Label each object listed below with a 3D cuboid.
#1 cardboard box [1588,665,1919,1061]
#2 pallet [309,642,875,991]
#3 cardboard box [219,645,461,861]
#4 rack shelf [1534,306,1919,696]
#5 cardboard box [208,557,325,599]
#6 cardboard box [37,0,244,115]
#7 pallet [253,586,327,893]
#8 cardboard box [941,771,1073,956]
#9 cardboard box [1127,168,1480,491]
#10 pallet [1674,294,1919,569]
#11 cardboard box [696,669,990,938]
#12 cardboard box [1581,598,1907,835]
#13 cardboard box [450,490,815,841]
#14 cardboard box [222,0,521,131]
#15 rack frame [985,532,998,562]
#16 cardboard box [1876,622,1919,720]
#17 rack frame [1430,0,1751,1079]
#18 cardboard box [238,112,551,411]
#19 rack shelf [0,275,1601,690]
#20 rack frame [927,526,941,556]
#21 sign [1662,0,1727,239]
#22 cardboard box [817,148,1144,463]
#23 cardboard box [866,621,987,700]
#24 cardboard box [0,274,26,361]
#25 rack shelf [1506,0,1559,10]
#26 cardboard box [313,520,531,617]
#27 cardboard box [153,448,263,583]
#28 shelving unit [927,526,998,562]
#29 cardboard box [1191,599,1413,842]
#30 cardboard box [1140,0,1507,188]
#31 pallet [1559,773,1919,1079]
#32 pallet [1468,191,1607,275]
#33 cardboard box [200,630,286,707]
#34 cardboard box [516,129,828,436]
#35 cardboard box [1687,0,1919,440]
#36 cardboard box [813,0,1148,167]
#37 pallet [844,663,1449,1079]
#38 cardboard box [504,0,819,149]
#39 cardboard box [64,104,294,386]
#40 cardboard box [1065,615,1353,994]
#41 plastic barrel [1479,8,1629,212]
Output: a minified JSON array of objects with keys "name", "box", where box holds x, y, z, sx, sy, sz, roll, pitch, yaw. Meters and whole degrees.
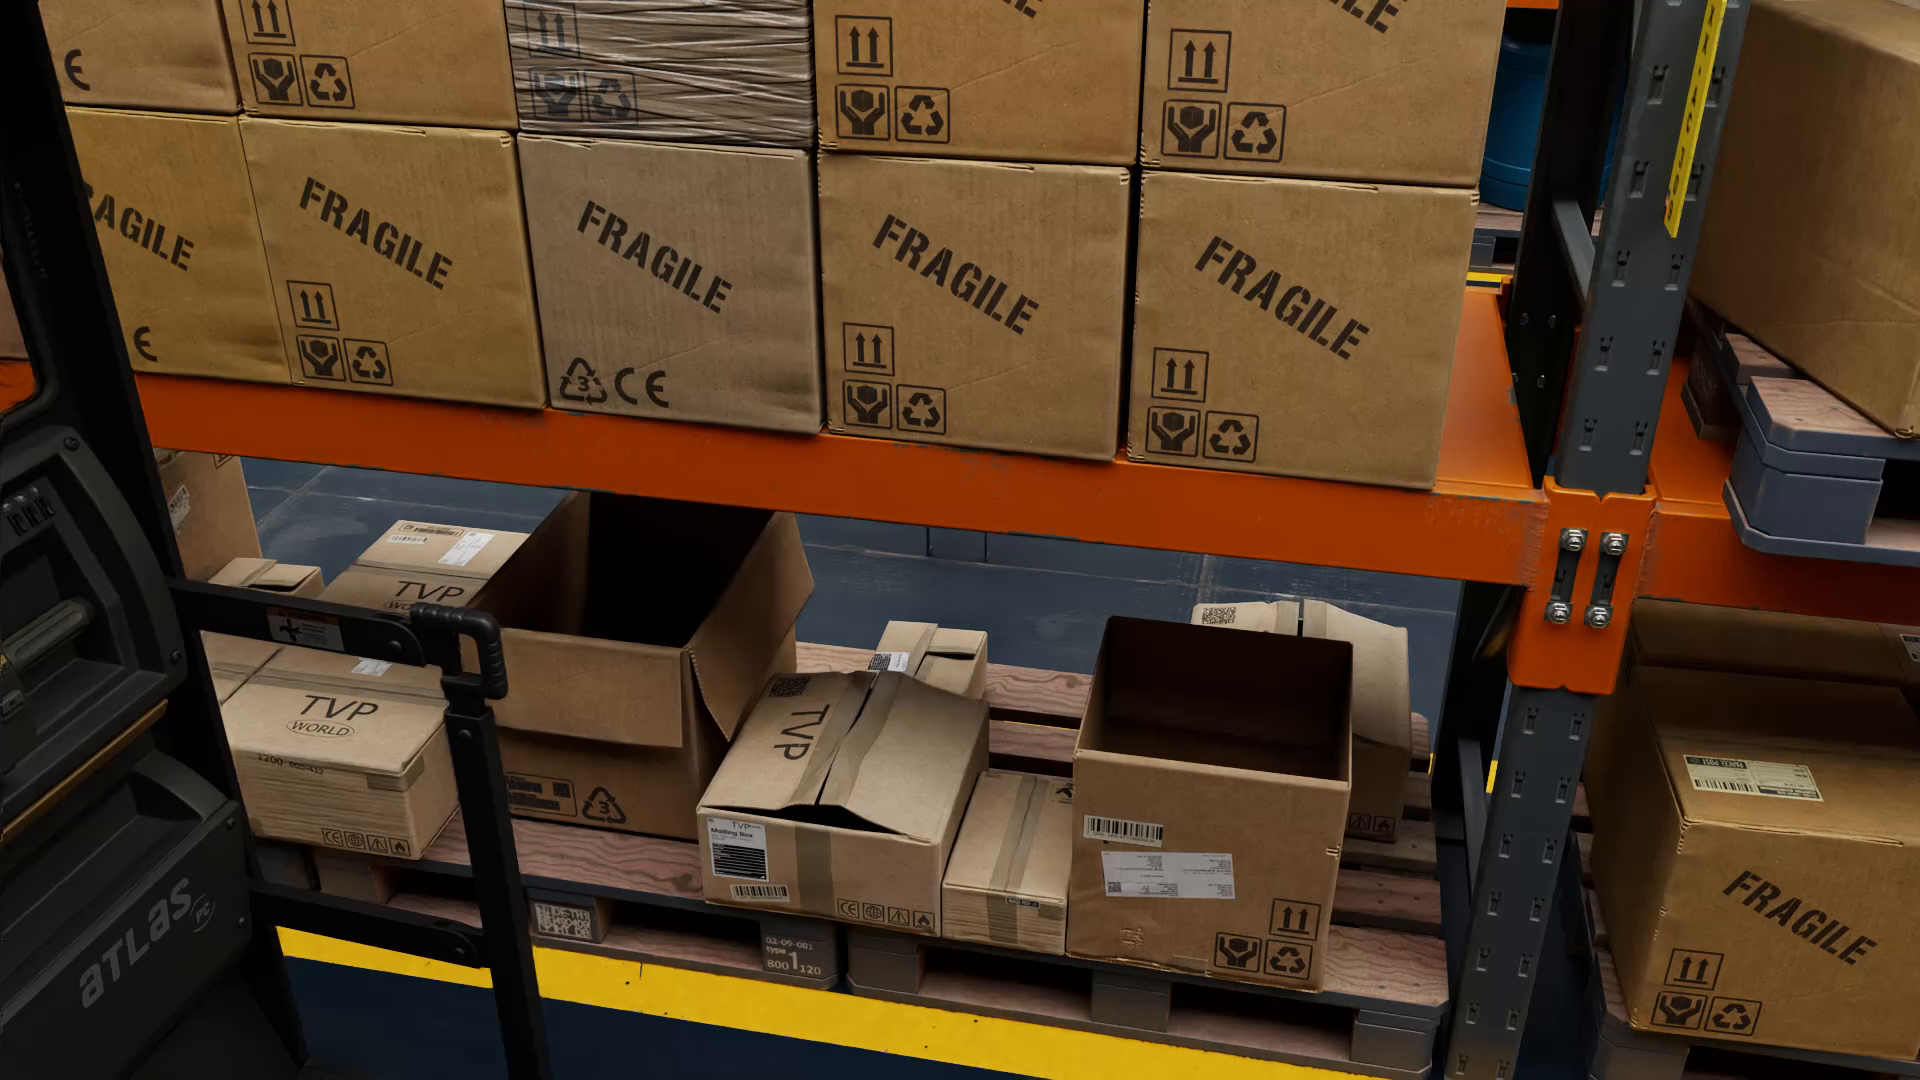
[{"name":"cardboard box","box":[1.541,0.602,3.172,0.500,0.500,0.500,5,29,8]},{"name":"pallet","box":[-0.749,0.568,3.993,1.213,0.211,1.003,6,29,11]},{"name":"cardboard box","box":[-1.342,0.435,3.736,0.500,0.250,0.500,6,29,11]},{"name":"rack shelf","box":[3.075,0.051,2.781,4.000,0.370,1.077,6,29,11]},{"name":"cardboard box","box":[-1.832,0.206,4.243,0.250,0.166,0.380,6,29,11]},{"name":"cardboard box","box":[-1.413,-1.078,2.951,0.500,0.500,0.500,6,29,11]},{"name":"pallet","box":[-1.938,0.445,4.218,1.213,0.211,1.003,6,29,11]},{"name":"cardboard box","box":[0.124,0.660,3.432,0.250,0.149,0.380,6,29,11]},{"name":"cardboard box","box":[0.577,-0.438,2.823,0.500,0.500,0.500,6,29,11]},{"name":"pallet","box":[1.878,-0.249,2.781,1.213,0.211,1.003,6,29,11]},{"name":"cardboard box","box":[-0.231,0.523,3.514,0.500,0.311,0.500,6,29,11]},{"name":"cardboard box","box":[1.662,0.354,3.625,0.500,0.500,0.500,6,29,10]},{"name":"cardboard box","box":[-0.719,0.251,3.809,0.637,0.503,0.797,6,29,11]},{"name":"cardboard box","box":[-0.916,-1.028,2.859,0.500,0.500,0.500,6,29,10]},{"name":"rack frame","box":[0.104,-0.516,4.942,0.006,1.200,0.240,6,29,11]},{"name":"cardboard box","box":[2.143,0.407,3.527,0.500,0.500,0.500,6,29,11]},{"name":"rack frame","box":[1.119,-0.465,2.975,0.127,3.000,1.000,6,29,11]},{"name":"cardboard box","box":[-0.929,-0.589,3.099,0.500,0.500,0.500,6,29,11]},{"name":"rack shelf","box":[-0.837,-0.350,3.514,4.000,0.370,1.077,6,29,11]},{"name":"rack frame","box":[-0.075,-0.534,4.976,0.006,1.200,0.240,6,29,11]},{"name":"sign","box":[1.013,-0.589,2.300,0.005,0.325,0.100,6,29,11]},{"name":"cardboard box","box":[0.072,-0.489,2.916,0.500,0.500,0.500,7,29,12]},{"name":"cardboard box","box":[-0.094,0.359,3.962,0.250,0.166,0.380,6,29,11]},{"name":"cardboard box","box":[-1.908,-0.692,3.286,0.500,0.500,0.500,6,29,10]},{"name":"rack shelf","box":[4.113,-2.274,7.030,4.000,0.370,1.077,6,29,11]},{"name":"cardboard box","box":[-1.287,0.196,4.174,0.500,0.250,0.500,6,29,11]},{"name":"cardboard box","box":[-2.209,-0.023,4.314,0.500,0.500,0.500,6,29,11]},{"name":"shelving unit","box":[0.014,-0.525,4.959,0.189,1.200,0.258,6,29,11]},{"name":"cardboard box","box":[0.754,0.378,3.778,0.500,0.311,0.500,6,29,11]},{"name":"cardboard box","box":[0.571,-0.876,2.582,0.500,0.500,0.500,6,29,11]},{"name":"pallet","box":[1.923,0.822,3.528,1.213,0.211,1.003,6,29,11]},{"name":"pallet","box":[2.903,-1.470,7.716,1.213,0.211,1.003,6,29,11]},{"name":"cardboard box","box":[-1.831,0.385,3.828,0.500,0.250,0.500,6,29,11]},{"name":"cardboard box","box":[-0.430,-0.540,3.008,0.500,0.500,0.500,7,29,12]},{"name":"cardboard box","box":[1.536,-0.540,2.572,0.500,0.500,0.700,-4,29,-7]},{"name":"cardboard box","box":[0.069,-0.926,2.673,0.500,0.500,0.500,5,29,10]},{"name":"pallet","box":[0.448,0.689,3.771,1.213,0.211,1.003,6,29,11]},{"name":"cardboard box","box":[-0.424,-0.977,2.765,0.500,0.500,0.500,6,29,11]},{"name":"cardboard box","box":[-1.418,-0.640,3.192,0.500,0.500,0.500,6,29,10]},{"name":"cardboard box","box":[0.503,0.515,3.331,0.500,0.500,0.500,6,29,11]},{"name":"plastic barrel","box":[2.686,-1.992,7.512,0.708,0.901,0.600,6,29,11]}]
